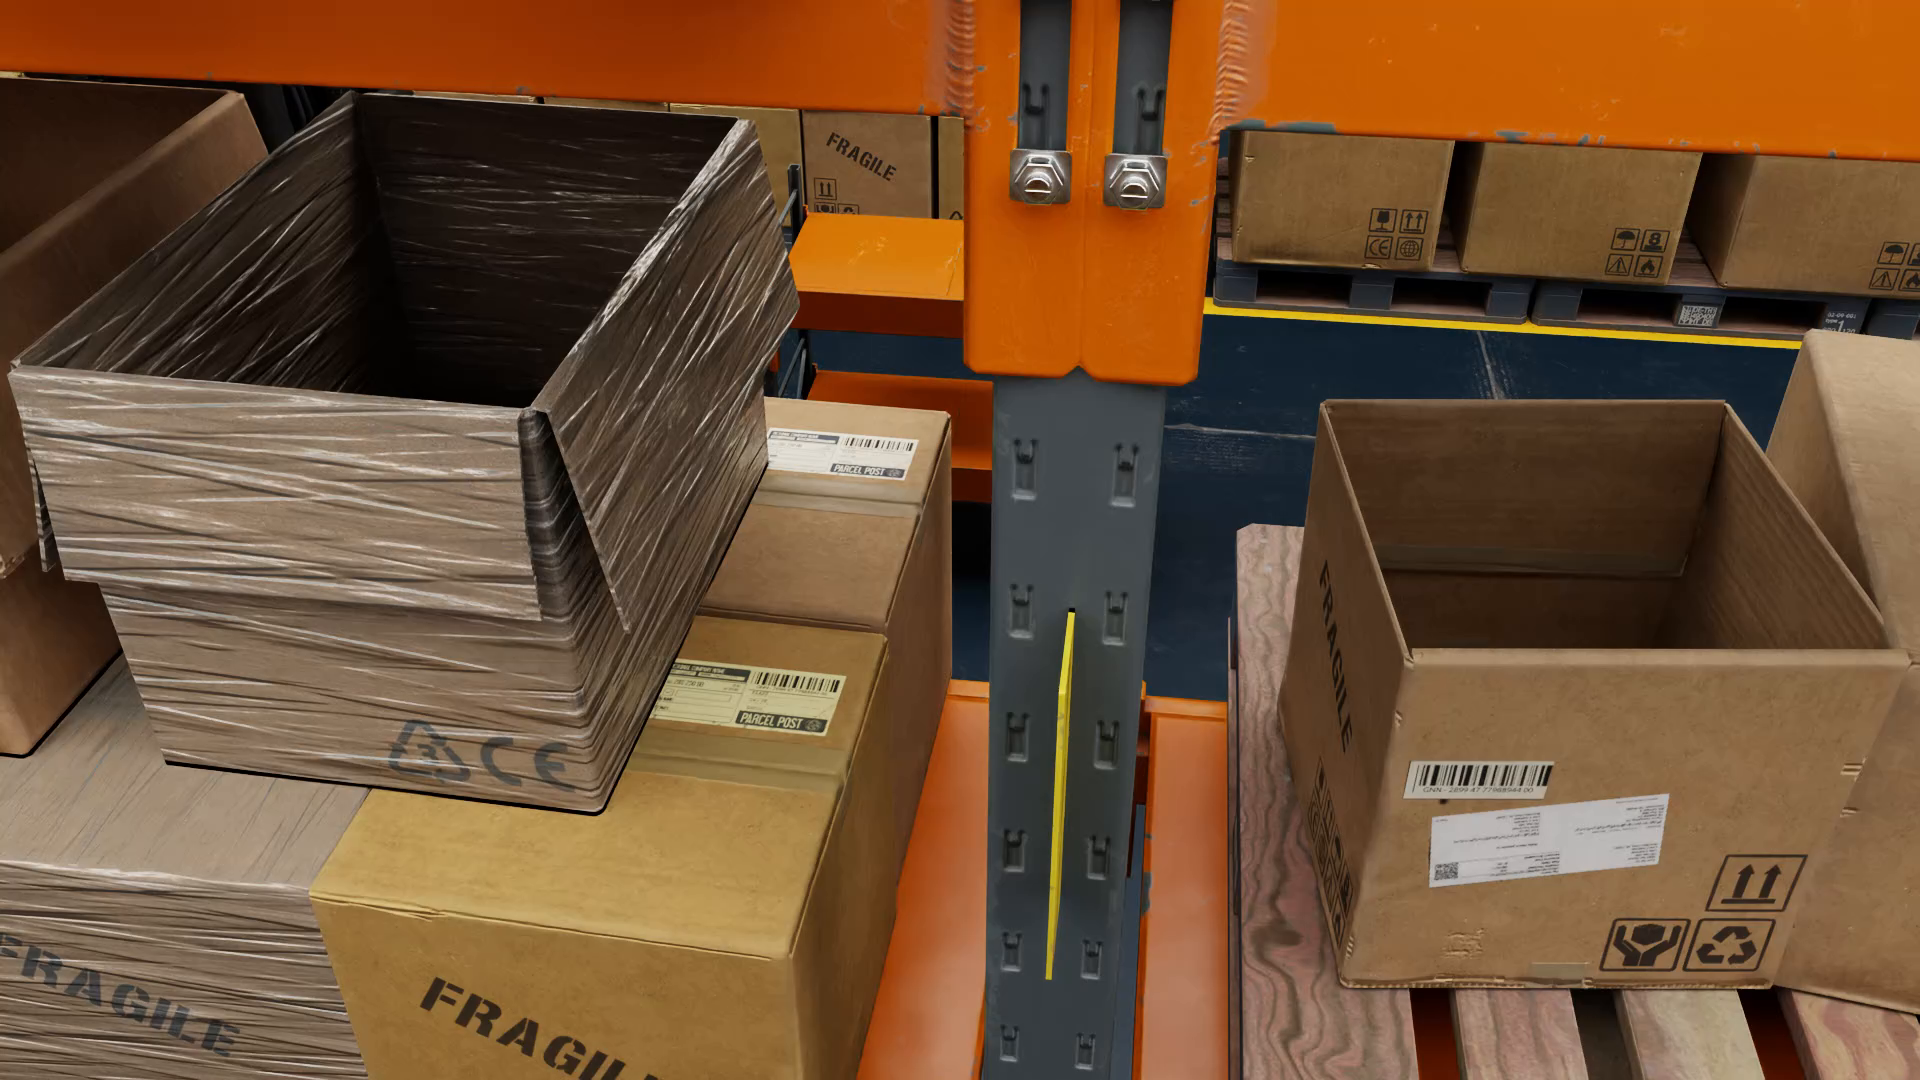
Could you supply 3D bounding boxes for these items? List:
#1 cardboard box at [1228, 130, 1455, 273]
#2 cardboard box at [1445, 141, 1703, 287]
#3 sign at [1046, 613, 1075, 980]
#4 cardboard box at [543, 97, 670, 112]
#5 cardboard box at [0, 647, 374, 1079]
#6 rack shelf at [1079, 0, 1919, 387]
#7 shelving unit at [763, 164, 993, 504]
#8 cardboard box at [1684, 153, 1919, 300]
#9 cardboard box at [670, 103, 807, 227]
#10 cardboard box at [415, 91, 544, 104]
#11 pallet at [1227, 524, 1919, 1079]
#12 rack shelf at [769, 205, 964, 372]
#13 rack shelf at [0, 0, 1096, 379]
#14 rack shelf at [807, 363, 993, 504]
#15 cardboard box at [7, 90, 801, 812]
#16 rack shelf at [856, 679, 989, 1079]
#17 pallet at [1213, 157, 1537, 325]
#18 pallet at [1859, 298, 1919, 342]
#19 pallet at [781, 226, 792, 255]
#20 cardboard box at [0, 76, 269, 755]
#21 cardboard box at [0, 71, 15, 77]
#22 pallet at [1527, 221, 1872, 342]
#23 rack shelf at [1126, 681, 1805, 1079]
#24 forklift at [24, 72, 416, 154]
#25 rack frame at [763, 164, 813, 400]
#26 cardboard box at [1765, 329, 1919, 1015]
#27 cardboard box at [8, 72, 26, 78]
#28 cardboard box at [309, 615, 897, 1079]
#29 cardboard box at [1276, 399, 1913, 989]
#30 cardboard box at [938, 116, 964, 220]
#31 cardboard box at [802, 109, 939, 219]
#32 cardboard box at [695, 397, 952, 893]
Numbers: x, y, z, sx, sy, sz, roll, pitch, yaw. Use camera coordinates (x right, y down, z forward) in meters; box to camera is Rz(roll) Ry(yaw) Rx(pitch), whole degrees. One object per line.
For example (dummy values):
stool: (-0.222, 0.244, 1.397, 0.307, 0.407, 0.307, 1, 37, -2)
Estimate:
cardboard box: (1.474, -1.641, 6.542, 0.750, 0.750, 1.050, 4, 36, 5)
cardboard box: (2.342, -1.578, 6.454, 0.750, 0.750, 1.050, 5, 36, 7)
sign: (0.082, 0.217, 1.368, 0.005, 0.325, 0.100, 4, 36, 6)
cardboard box: (-1.341, -1.655, 6.778, 0.500, 0.500, 0.500, 5, 36, 7)
cardboard box: (-0.865, 0.393, 2.031, 0.500, 0.500, 0.500, 4, 36, 6)
rack shelf: (2.133, -0.412, 1.283, 4.000, 0.370, 1.077, 4, 36, 6)
shelving unit: (-0.007, -0.458, 4.924, 1.048, 1.125, 0.538, 4, 36, 6)
cardboard box: (3.265, -1.509, 6.358, 0.750, 0.750, 1.050, 4, 36, 6)
cardboard box: (-0.846, -1.604, 6.706, 0.500, 0.500, 0.500, 3, 36, 4)
cardboard box: (-1.862, -1.686, 6.821, 0.500, 0.500, 0.500, 6, 36, 8)
pallet: (0.870, 0.437, 2.220, 1.003, 0.211, 1.213, 4, 36, 6)
rack shelf: (-0.007, -0.697, 4.754, 1.000, 0.278, 0.538, 4, 36, 6)
rack shelf: (-1.834, -0.708, 1.697, 4.000, 0.370, 1.077, 4, 36, 6)
rack shelf: (-0.007, -0.259, 5.066, 1.000, 0.278, 0.538, 4, 36, 6)
cardboard box: (-0.574, -0.145, 1.921, 0.637, 0.503, 0.797, 5, 36, 8)
rack shelf: (-1.834, 0.513, 2.569, 4.000, 0.370, 1.077, 4, 36, 6)
pallet: (1.654, -1.246, 6.814, 1.213, 0.211, 1.003, 4, 36, 6)
pallet: (4.074, -1.065, 6.561, 1.213, 0.211, 1.003, 4, 36, 6)
pallet: (-1.100, -1.498, 7.167, 1.213, 0.211, 1.003, 4, 36, 6)
cardboard box: (-1.220, -0.194, 1.991, 0.637, 0.503, 0.797, 5, 36, 7)
cardboard box: (-3.978, -1.918, 6.936, 0.250, 0.149, 0.380, 4, 36, 6)
pallet: (2.860, -1.154, 6.685, 1.213, 0.211, 1.003, 4, 36, 6)
rack shelf: (2.133, 0.809, 2.154, 4.000, 0.370, 1.077, 4, 36, 6)
forklift: (-2.371, -1.229, 4.449, 3.031, 2.935, 1.130, 1, 36, 1)
rack frame: (-0.511, -0.496, 4.977, 0.032, 1.125, 0.500, 4, 36, 6)
cardboard box: (1.257, 0.157, 2.001, 0.500, 0.500, 0.700, 9, 37, 13)
cardboard box: (-3.731, -1.904, 6.916, 0.250, 0.149, 0.380, 5, 36, 7)
cardboard box: (-0.372, 0.433, 1.975, 0.500, 0.500, 0.500, 5, 36, 7)
cardboard box: (0.690, 0.173, 1.978, 0.500, 0.500, 0.500, 0, 36, 0)
cardboard box: (0.195, -1.534, 6.608, 0.500, 0.500, 0.500, 4, 36, 6)
cardboard box: (-0.319, -1.575, 6.664, 0.500, 0.500, 0.500, 6, 36, 8)
cardboard box: (-0.298, 0.134, 2.393, 0.500, 0.500, 0.500, 5, 36, 7)
